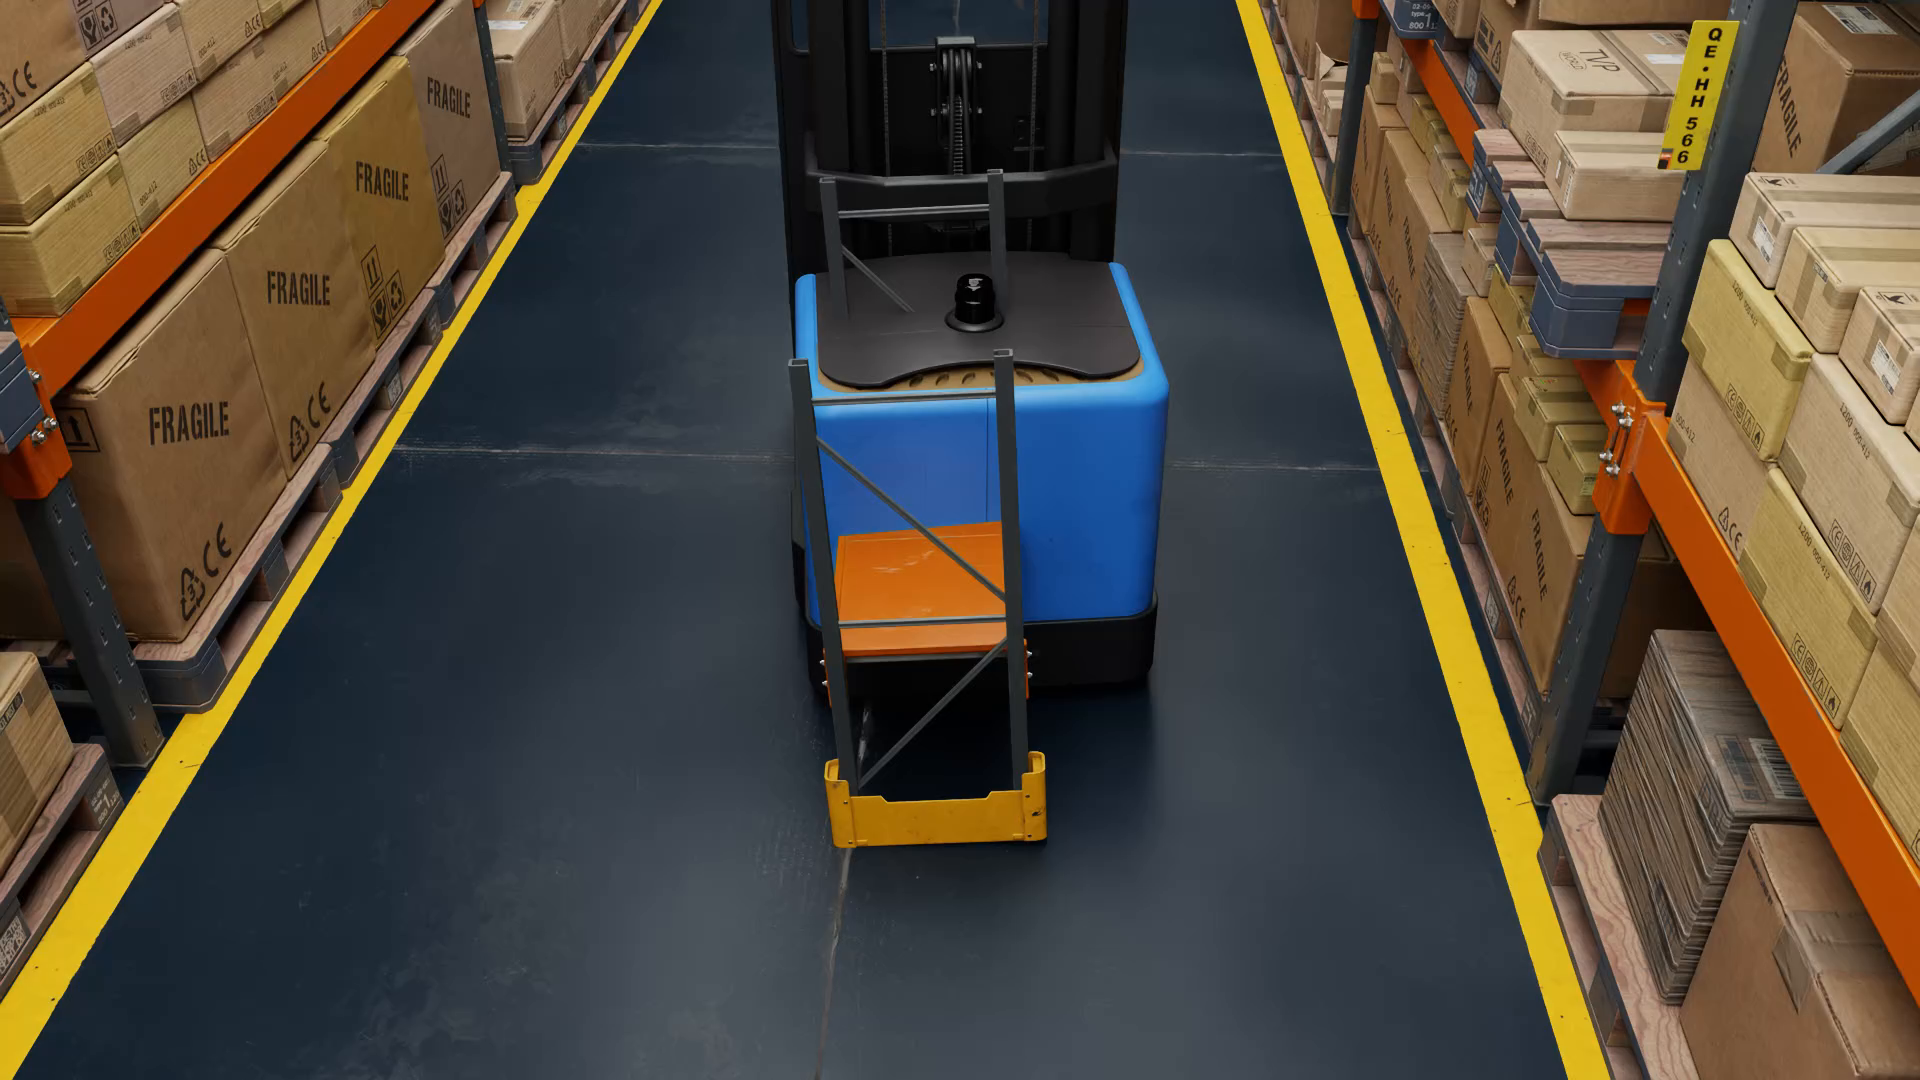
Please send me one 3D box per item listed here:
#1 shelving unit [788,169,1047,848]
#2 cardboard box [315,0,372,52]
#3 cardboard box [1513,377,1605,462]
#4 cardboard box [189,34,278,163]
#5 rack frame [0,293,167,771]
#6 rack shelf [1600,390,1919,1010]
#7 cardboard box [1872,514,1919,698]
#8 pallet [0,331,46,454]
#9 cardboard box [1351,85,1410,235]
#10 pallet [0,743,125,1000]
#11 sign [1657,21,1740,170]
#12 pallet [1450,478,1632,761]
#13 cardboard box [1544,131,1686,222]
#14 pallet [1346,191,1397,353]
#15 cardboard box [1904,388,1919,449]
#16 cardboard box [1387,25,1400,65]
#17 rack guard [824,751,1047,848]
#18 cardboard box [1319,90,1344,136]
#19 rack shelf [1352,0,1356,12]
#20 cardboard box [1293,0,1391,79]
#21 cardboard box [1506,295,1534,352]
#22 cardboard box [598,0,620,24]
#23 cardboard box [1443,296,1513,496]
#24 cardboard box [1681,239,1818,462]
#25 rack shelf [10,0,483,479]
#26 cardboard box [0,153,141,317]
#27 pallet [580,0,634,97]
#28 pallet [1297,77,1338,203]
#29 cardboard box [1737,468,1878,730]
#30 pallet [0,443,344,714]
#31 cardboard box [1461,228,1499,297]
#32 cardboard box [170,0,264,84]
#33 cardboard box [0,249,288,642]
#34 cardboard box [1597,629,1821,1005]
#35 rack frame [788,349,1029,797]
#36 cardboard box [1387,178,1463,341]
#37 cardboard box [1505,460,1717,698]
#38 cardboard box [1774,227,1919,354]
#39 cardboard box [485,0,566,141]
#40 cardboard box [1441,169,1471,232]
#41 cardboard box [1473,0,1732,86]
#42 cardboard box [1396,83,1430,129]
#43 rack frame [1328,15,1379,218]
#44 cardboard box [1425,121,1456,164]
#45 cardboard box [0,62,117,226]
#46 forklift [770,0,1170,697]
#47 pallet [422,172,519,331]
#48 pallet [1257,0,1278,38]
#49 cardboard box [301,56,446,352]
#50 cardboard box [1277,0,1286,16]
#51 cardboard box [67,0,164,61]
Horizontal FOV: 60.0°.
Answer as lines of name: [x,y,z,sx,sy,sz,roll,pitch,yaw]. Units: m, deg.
shelving unit: [-0.094,-0.092,4.553,0.587,1.500,1.083,-2,35,2]
cardboard box: [-2.508,-1.999,6.117,0.500,0.250,0.500,0,35,1]
cardboard box: [1.865,-0.357,4.894,0.380,0.149,0.250,0,35,-1]
cardboard box: [-2.541,-1.419,5.291,0.500,0.250,0.500,2,35,3]
rack frame: [-2.842,-0.608,4.007,1.000,3.000,0.127,1,35,2]
rack shelf: [2.038,0.948,2.419,1.077,0.370,4.000,1,35,2]
cardboard box: [1.796,0.198,2.555,0.500,0.250,0.500,0,35,1]
pallet: [-2.764,-0.118,3.476,1.213,0.211,1.003,1,35,2]
cardboard box: [2.034,-1.670,7.327,0.500,0.500,0.500,3,35,4]
pallet: [-2.875,0.982,4.170,1.003,0.211,1.213,1,35,2]
sign: [1.575,-0.944,3.547,0.100,0.325,0.005,1,35,2]
pallet: [2.186,0.217,5.258,1.003,0.211,1.213,1,35,2]
cardboard box: [1.761,-0.951,4.348,0.380,0.149,0.250,2,35,3]
pallet: [2.284,-1.185,7.252,1.003,0.211,1.213,1,35,2]
cardboard box: [1.819,-0.174,2.737,0.380,0.149,0.250,2,35,2]
cardboard box: [2.059,-2.129,7.156,0.380,0.149,0.250,1,35,1]
rack guard: [-0.061,0.705,4.506,0.587,0.250,0.087,-2,35,2]
cardboard box: [2.008,-2.126,8.281,0.380,0.149,0.250,0,35,0]
rack shelf: [2.359,-3.649,8.959,1.077,0.370,4.000,1,35,2]
cardboard box: [2.205,-2.805,8.942,0.700,0.500,0.500,0,35,0]
cardboard box: [1.975,-0.658,5.323,0.380,0.149,0.250,2,35,3]
cardboard box: [-2.476,-3.421,9.871,0.875,0.438,0.875,2,35,3]
cardboard box: [1.969,-0.481,5.634,0.500,0.500,0.500,3,35,4]
cardboard box: [1.831,-0.390,3.392,0.500,0.250,0.500,1,35,2]
rack shelf: [-2.762,-1.463,5.849,1.077,0.370,4.000,1,35,2]
cardboard box: [-2.571,-0.822,4.442,0.500,0.250,0.500,1,35,1]
pallet: [-2.526,-2.903,9.698,1.003,0.211,1.213,1,35,2]
pallet: [2.307,-2.048,8.480,1.003,0.211,1.213,1,35,2]
cardboard box: [1.831,0.104,3.124,0.500,0.250,0.500,1,35,1]
pallet: [-2.735,0.081,5.451,1.003,0.211,1.213,1,35,2]
cardboard box: [1.966,-0.961,5.753,0.380,0.149,0.250,0,35,0]
cardboard box: [-2.521,-1.620,5.142,0.500,0.250,0.500,1,35,2]
cardboard box: [-2.731,-0.306,5.059,0.875,0.875,0.875,1,35,1]
cardboard box: [2.079,0.662,3.899,0.875,0.625,0.625,2,35,3]
rack frame: [-0.093,0.206,4.130,0.500,1.500,0.032,-2,35,2]
cardboard box: [1.998,-1.078,6.483,0.500,0.500,0.500,0,35,0]
cardboard box: [1.920,0.107,4.797,0.500,0.500,0.500,2,35,3]
cardboard box: [1.801,-0.472,3.162,0.380,0.149,0.250,2,35,3]
cardboard box: [-2.549,-2.388,8.402,0.875,0.438,0.875,1,35,1]
cardboard box: [2.009,-1.257,6.174,0.380,0.149,0.250,3,35,4]
cardboard box: [1.999,-1.652,5.037,0.797,0.503,0.637,1,35,1]
cardboard box: [2.064,-1.848,7.015,0.380,0.149,0.250,0,35,1]
rack frame: [2.279,-2.794,7.117,1.000,3.000,0.127,1,35,2]
cardboard box: [2.068,-1.542,6.580,0.380,0.149,0.250,1,35,1]
cardboard box: [-2.575,-1.037,4.312,0.500,0.250,0.500,1,35,2]
forklift: [-0.054,-1.559,5.420,1.130,2.935,3.031,-3,35,-4]
pallet: [-2.637,-1.320,7.445,1.003,0.211,1.213,1,35,2]
pallet: [2.405,-3.449,10.475,1.003,0.211,1.213,1,35,2]
cardboard box: [-2.655,-1.332,6.519,0.875,0.875,0.875,2,35,3]
cardboard box: [2.247,-3.402,9.790,0.700,0.500,0.500,3,35,4]
cardboard box: [-2.567,-1.621,4.492,0.500,0.500,0.500,1,35,2]
